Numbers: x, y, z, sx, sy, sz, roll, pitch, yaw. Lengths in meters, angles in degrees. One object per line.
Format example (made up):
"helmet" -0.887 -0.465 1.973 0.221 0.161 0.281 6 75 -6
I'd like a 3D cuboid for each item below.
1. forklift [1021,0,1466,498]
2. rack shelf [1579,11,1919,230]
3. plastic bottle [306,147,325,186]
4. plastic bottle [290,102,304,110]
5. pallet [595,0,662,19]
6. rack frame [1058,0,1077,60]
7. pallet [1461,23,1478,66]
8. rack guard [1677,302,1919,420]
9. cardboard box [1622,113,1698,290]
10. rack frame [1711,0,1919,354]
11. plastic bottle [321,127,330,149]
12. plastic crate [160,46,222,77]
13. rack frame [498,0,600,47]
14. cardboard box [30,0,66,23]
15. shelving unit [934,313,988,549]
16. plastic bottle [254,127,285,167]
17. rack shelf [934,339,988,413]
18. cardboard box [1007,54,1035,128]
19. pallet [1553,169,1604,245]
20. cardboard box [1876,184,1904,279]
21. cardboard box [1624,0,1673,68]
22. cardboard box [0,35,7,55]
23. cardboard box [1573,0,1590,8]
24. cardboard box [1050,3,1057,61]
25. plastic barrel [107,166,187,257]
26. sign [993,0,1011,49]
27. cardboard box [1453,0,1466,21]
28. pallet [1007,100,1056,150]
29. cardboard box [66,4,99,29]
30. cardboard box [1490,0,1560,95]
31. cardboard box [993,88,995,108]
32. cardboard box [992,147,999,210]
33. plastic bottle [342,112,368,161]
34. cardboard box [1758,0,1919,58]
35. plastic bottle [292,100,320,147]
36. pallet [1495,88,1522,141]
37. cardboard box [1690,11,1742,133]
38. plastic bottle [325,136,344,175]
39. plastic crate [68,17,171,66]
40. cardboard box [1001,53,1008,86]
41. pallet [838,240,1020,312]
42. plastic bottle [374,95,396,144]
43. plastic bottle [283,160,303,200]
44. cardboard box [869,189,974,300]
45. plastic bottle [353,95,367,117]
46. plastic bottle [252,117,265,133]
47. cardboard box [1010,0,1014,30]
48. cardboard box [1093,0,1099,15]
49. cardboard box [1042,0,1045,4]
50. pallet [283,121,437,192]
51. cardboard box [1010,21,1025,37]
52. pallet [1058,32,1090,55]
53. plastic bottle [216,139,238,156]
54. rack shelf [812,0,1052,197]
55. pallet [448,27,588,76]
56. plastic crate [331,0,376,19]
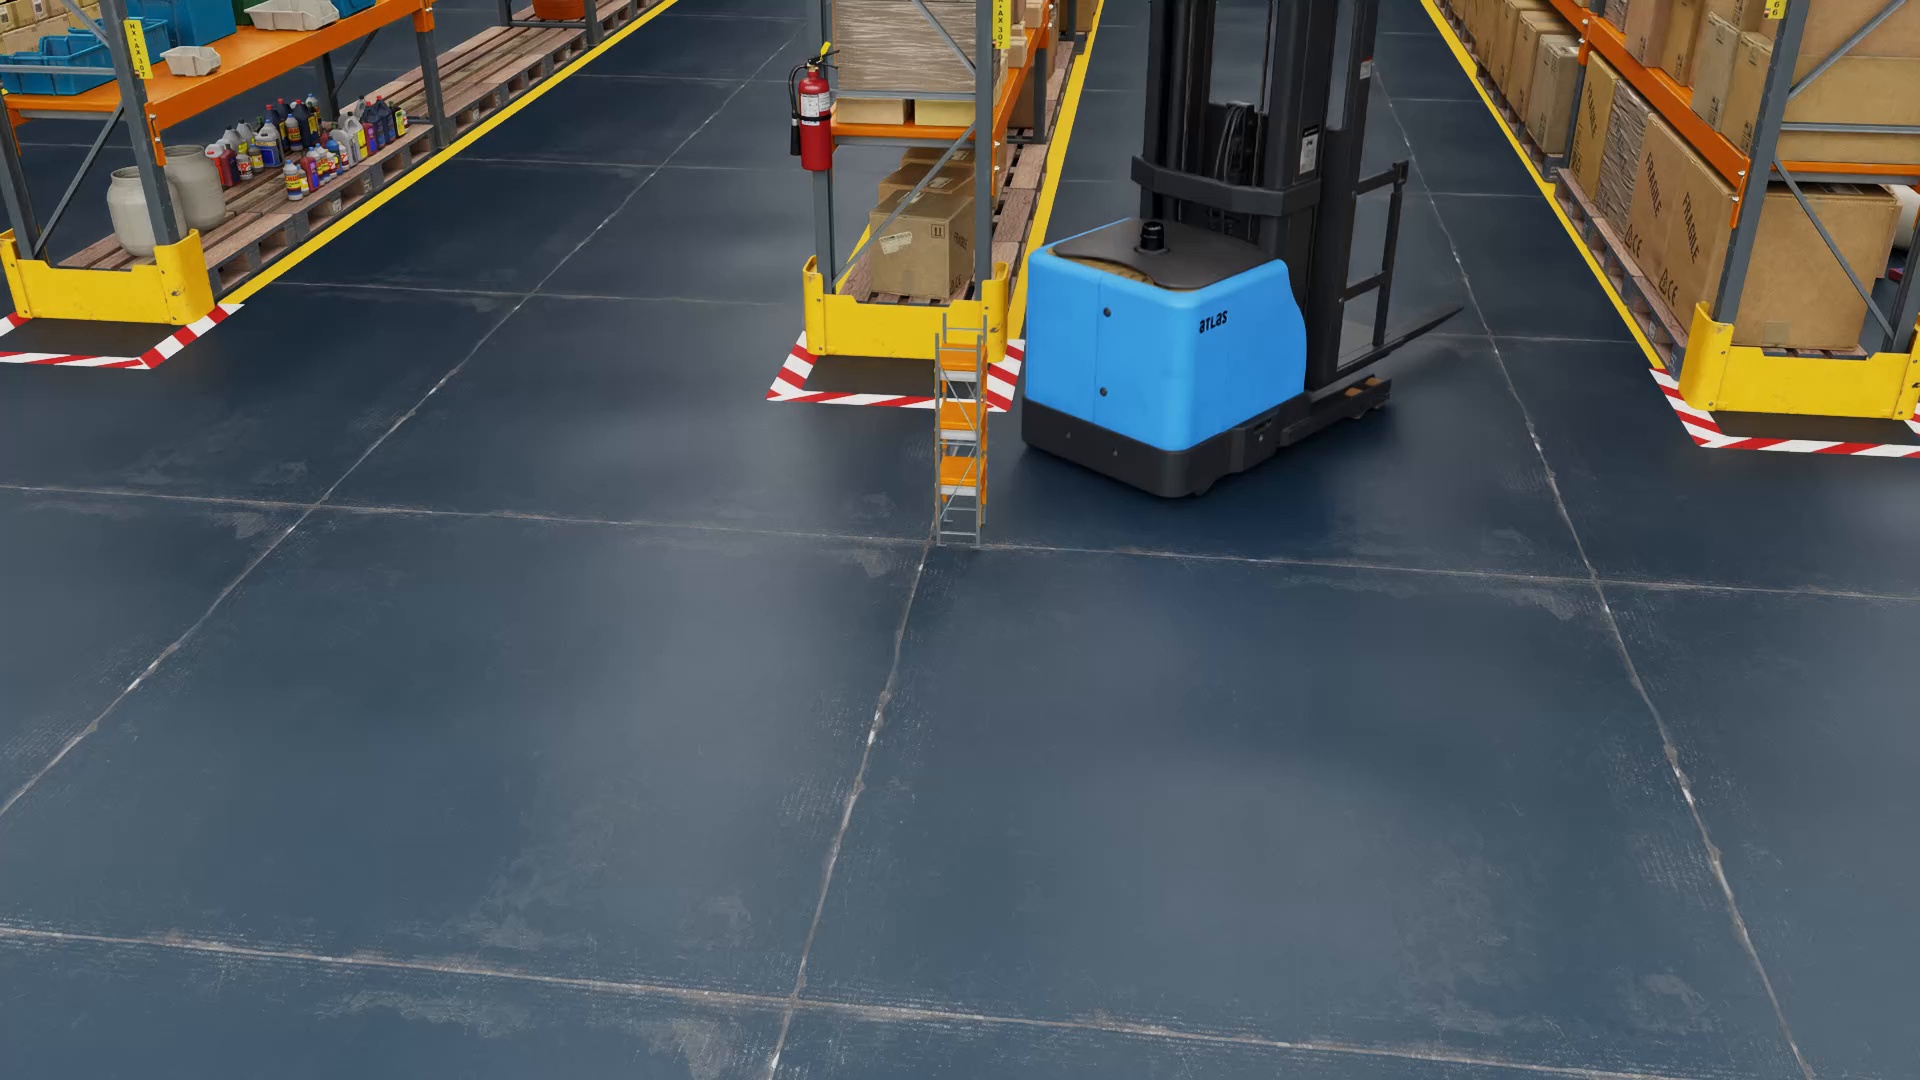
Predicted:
"forklift" 1.707 -2.094 8.547 1.130 2.935 3.031 25 37 38
"rack shelf" 4.834 -2.713 10.382 1.077 0.370 4.000 3 28 6
"plastic bottle" -4.663 -2.701 12.014 0.097 0.271 0.097 0 28 0
"plastic bottle" -5.233 -3.311 13.142 0.152 0.276 0.135 4 29 8
"pallet" -4.049 -6.196 19.029 1.003 0.211 1.213 3 28 6
"rack frame" 0.659 -6.190 16.077 1.000 3.000 0.127 3 28 6
"pallet" 5.667 -4.994 16.798 1.003 0.211 1.213 3 28 6
"rack guard" 4.586 -0.977 9.036 1.175 0.500 0.348 3 28 6
"cardboard box" 4.712 -2.075 10.237 0.875 0.875 0.875 3 28 5
"rack frame" 4.589 -2.089 8.464 1.000 3.000 0.127 3 28 6
"plastic bottle" -4.732 -2.960 12.482 0.061 0.283 0.133 3 28 6
"plastic crate" -4.808 -2.999 10.431 0.298 0.136 0.250 3 28 6
"rack frame" -4.256 -6.478 16.612 1.000 3.000 0.127 3 28 6
"cardboard box" -9.114 -5.245 16.189 0.500 0.311 0.500 3 28 6
"shelving unit" 0.007 -0.487 7.548 0.215 1.050 0.252 3 28 6
"plastic bottle" -5.182 -2.948 12.467 0.152 0.276 0.135 3 28 6
"rack shelf" 0.007 -0.728 7.418 0.215 0.259 0.240 3 28 6
"cardboard box" 0.266 -3.688 13.605 0.700 0.500 0.500 1 28 2
"pallet" 4.908 -2.390 11.964 1.003 0.211 1.213 3 28 6
"cardboard box" 5.908 -2.082 11.084 0.500 0.500 0.500 8 29 15
"cardboard box" 4.818 -3.355 10.658 0.875 0.550 0.550 3 28 6
"cardboard box" -9.242 -4.519 15.432 0.500 0.250 0.500 3 28 5
"cardboard box" 4.878 -4.277 12.420 0.500 0.500 0.500 3 28 6
"cardboard box" 0.542 -4.705 15.492 0.700 0.500 0.500 1 28 2
"plastic barrel" -5.232 -2.116 10.695 0.421 0.512 0.421 0 28 0
"sign" 0.217 -2.774 8.824 0.100 0.325 0.005 3 28 6
"cardboard box" 5.507 -5.758 17.467 0.500 0.500 0.500 2 28 4
"pallet" 0.263 -3.446 13.924 1.003 0.211 1.213 3 28 6
"cardboard box" -9.054 -5.237 16.765 0.500 0.250 0.500 3 28 6
"cardboard box" 5.302 -4.356 14.601 1.050 0.750 0.750 4 29 7
"cardboard box" 0.000 -2.551 9.587 0.380 0.149 0.250 3 28 6
"cardboard box" 0.020 -2.639 11.678 0.500 0.500 0.500 1 28 2
"plastic bottle" -4.603 -3.060 12.597 0.144 0.351 0.185 3 28 6
"cardboard box" 4.673 -2.802 8.492 0.875 0.550 0.550 3 28 6
"plastic bottle" -5.114 -3.258 12.964 0.144 0.351 0.185 3 28 6
"pallet" 5.246 -3.687 14.372 1.003 0.211 1.213 3 28 6
"cardboard box" 4.635 -2.592 9.240 0.875 0.550 0.550 3 28 6
"plastic bottle" -4.626 -2.844 12.279 0.097 0.271 0.097 0 28 0
"plastic crate" -5.387 -3.205 10.693 0.499 0.251 0.408 3 28 6
"cardboard box" 0.093 -2.904 10.242 0.380 0.149 0.250 3 28 6
"pallet" -0.177 -1.613 10.521 1.003 0.211 1.213 3 28 6
"plastic bottle" -4.539 -3.303 13.047 0.144 0.351 0.185 3 28 5
"plastic bottle" -4.705 -2.540 11.715 0.097 0.271 0.097 0 28 0
"cardboard box" -0.228 -1.802 10.124 0.500 0.500 0.500 9 30 16
"plastic bottle" -4.683 -3.311 13.062 0.144 0.351 0.185 3 28 6
"plastic bottle" -5.342 -3.073 12.691 0.061 0.283 0.133 5 29 8
"cardboard box" -0.107 -3.566 10.788 0.875 0.500 0.500 3 28 6
"cardboard box" 0.881 -6.182 17.860 1.225 0.875 0.875 3 29 6
"cardboard box" 0.434 -4.078 12.422 0.380 0.149 0.250 3 28 6
"pallet" -4.870 -3.054 13.196 1.003 0.211 1.213 3 28 6
"cardboard box" 0.236 -3.373 11.113 0.380 0.149 0.250 3 28 6
"pallet" 0.831 -5.329 17.419 1.003 0.211 1.213 3 28 6
"plastic bottle" -5.372 -2.779 12.154 0.152 0.276 0.135 3 28 5
"rack shelf" -0.076 -3.049 11.005 1.077 0.370 4.000 3 28 6
"pallet" -4.390 -4.888 16.600 1.003 0.211 1.213 3 28 6
"plastic crate" -4.613 -3.993 12.156 0.499 0.251 0.616 3 28 6
